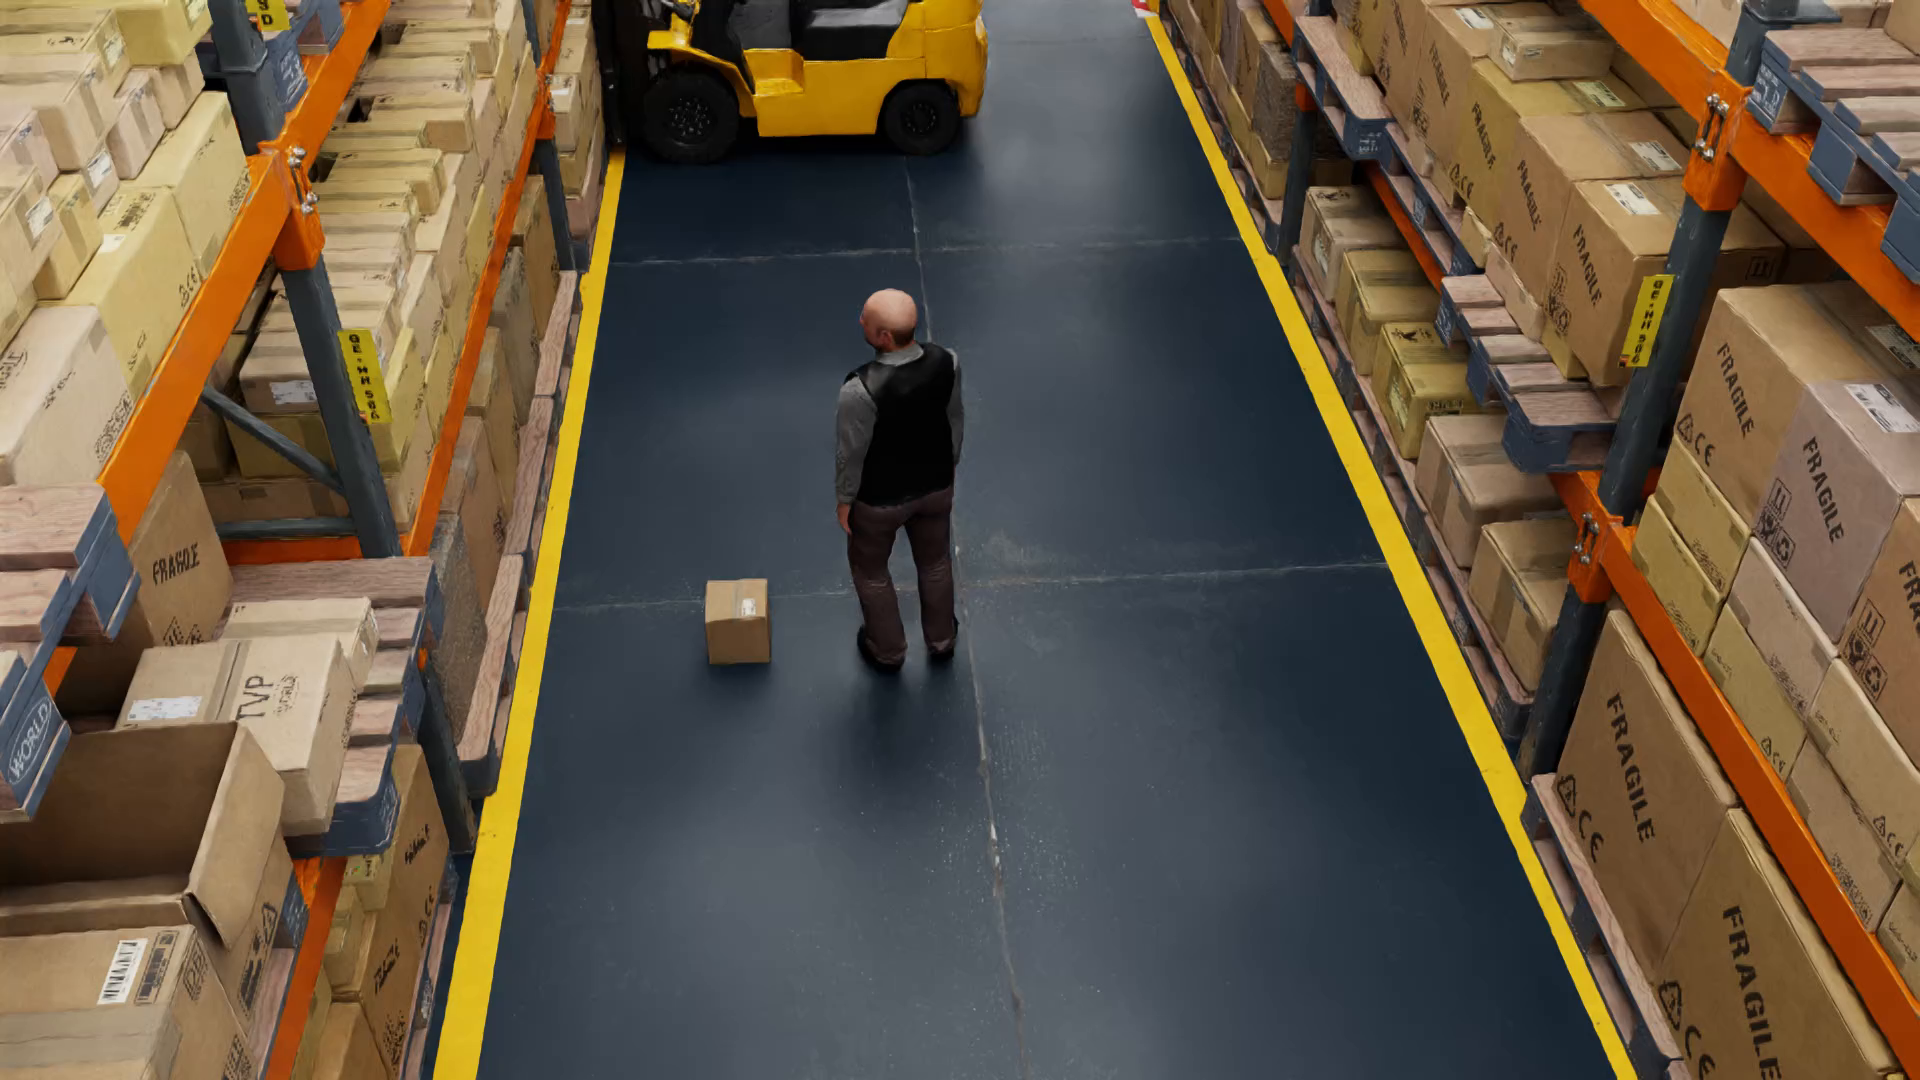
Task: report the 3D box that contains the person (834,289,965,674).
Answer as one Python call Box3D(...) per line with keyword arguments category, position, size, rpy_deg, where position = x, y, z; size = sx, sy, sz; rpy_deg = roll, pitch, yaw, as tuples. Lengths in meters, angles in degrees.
Box3D(category="person", position=(-0.234, -0.209, 6.409), size=(0.555, 1.723, 0.362), rpy_deg=(-20, 43, -23))
